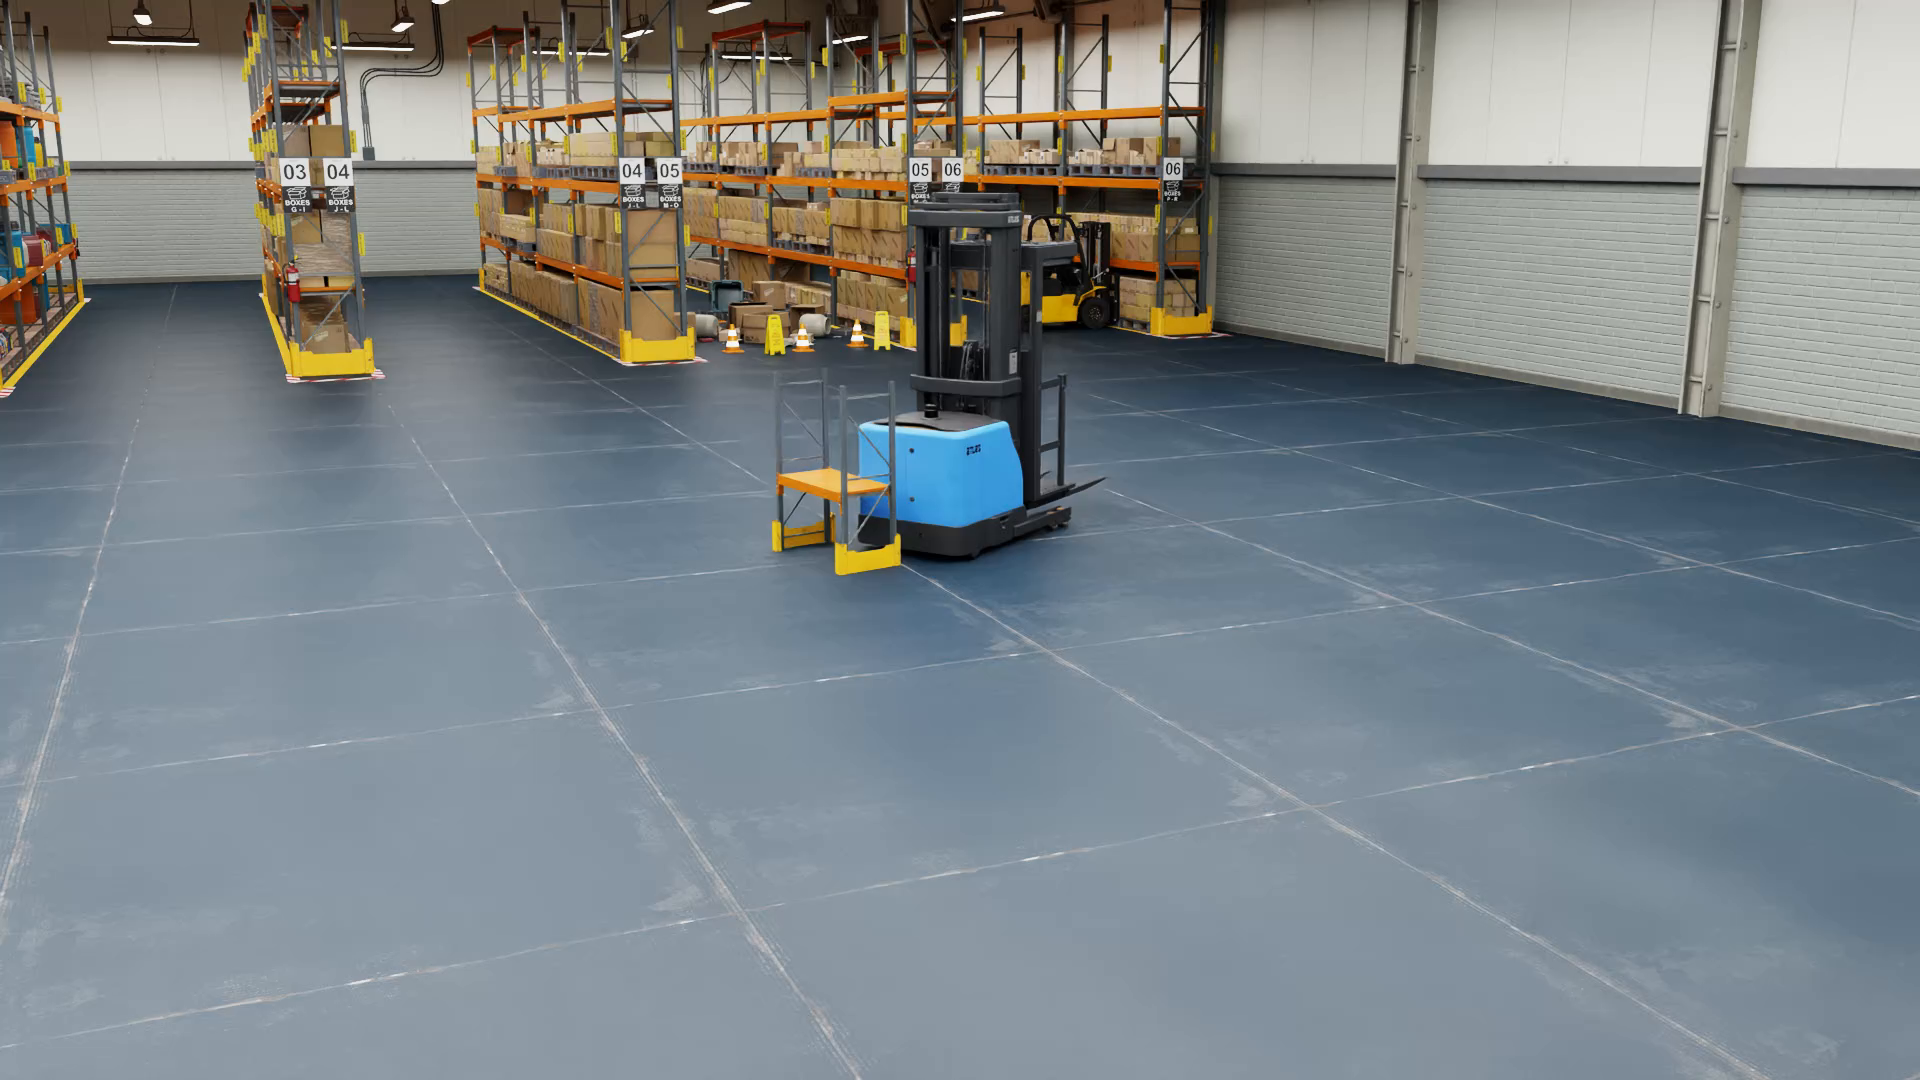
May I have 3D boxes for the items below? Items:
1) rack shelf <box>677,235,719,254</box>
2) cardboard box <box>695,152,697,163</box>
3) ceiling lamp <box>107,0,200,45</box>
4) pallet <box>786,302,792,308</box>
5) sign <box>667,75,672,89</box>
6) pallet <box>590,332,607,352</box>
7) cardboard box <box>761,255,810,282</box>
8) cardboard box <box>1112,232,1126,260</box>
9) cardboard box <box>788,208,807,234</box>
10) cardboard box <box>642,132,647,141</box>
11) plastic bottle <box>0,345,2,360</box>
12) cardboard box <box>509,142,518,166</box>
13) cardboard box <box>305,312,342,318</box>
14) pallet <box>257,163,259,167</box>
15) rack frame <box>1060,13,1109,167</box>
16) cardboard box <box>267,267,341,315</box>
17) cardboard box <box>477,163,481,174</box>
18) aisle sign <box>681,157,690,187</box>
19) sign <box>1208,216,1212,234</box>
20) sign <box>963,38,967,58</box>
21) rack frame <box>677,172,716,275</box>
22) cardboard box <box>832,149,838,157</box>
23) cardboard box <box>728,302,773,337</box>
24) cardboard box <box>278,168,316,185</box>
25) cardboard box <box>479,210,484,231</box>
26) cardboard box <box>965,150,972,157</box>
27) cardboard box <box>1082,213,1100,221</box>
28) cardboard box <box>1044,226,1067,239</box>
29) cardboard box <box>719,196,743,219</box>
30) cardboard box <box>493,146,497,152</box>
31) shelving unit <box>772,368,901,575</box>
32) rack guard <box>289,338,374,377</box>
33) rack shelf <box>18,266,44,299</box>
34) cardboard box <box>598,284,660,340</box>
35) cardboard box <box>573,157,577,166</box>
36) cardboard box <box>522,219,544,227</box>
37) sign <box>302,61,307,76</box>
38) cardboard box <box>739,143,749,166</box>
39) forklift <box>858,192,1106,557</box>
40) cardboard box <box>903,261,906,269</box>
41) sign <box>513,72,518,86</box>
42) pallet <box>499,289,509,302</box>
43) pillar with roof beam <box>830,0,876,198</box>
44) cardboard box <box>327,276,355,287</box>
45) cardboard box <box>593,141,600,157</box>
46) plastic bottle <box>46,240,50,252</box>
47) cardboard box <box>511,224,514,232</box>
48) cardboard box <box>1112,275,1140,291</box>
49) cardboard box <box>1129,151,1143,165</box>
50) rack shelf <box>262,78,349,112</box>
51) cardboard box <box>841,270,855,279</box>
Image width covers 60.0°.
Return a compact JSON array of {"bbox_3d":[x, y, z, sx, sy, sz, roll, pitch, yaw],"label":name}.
[{"bbox_3d":[-6.039,-7.417,41.360,1.077,0.370,4.000,-6,14,-23],"label":"rack shelf"},{"bbox_3d":[-6.286,-9.538,41.321,0.500,0.311,0.500,-5,14,-22],"label":"cardboard box"},{"bbox_3d":[-19.226,-13.387,39.308,2.000,3.185,0.800,-6,14,-23],"label":"ceiling lamp"},{"bbox_3d":[-3.324,-5.008,35.539,1.003,0.211,1.213,-6,14,-23],"label":"pallet"},{"bbox_3d":[-7.351,-11.587,42.053,0.100,0.325,0.005,-6,14,-23],"label":"sign"},{"bbox_3d":[-5.803,-3.458,28.844,1.003,0.211,1.213,-6,14,-23],"label":"pallet"},{"bbox_3d":[-3.836,-5.848,36.764,0.875,0.875,0.875,-6,14,-23],"label":"cardboard box"},{"bbox_3d":[3.273,-5.665,31.971,0.500,0.500,0.500,-6,14,-24],"label":"cardboard box"},{"bbox_3d":[-3.233,-6.596,34.405,0.500,0.500,0.500,-5,14,-22],"label":"cardboard box"},{"bbox_3d":[-4.970,-6.590,27.175,0.380,0.149,0.250,-6,14,-24],"label":"cardboard box"},{"bbox_3d":[-14.564,-2.875,25.187,0.061,0.283,0.133,-5,14,-22],"label":"plastic bottle"},{"bbox_3d":[-9.235,-8.272,35.644,0.797,0.503,0.637,-6,14,-24],"label":"cardboard box"},{"bbox_3d":[-10.433,-3.468,27.314,0.500,0.500,0.500,-7,15,-28],"label":"cardboard box"},{"bbox_3d":[-15.121,-8.299,37.119,1.003,0.211,1.213,-6,14,-23],"label":"pallet"},{"bbox_3d":[2.513,-9.073,33.616,1.000,3.000,0.127,-6,14,-23],"label":"rack frame"},{"bbox_3d":[-12.973,-4.947,32.871,1.225,0.875,0.875,-6,14,-26],"label":"cardboard box"},{"bbox_3d":[-11.390,-8.985,40.220,0.500,0.250,0.500,-5,14,-21],"label":"cardboard box"},{"bbox_3d":[-7.135,-9.436,42.722,0.394,0.787,0.004,-6,14,-23],"label":"aisle sign"},{"bbox_3d":[4.626,-5.833,30.826,0.100,0.325,0.005,-6,14,-23],"label":"sign"},{"bbox_3d":[0.066,-8.340,28.202,0.100,0.325,0.005,-6,14,-23],"label":"sign"},{"bbox_3d":[-6.840,-8.181,43.064,1.000,3.000,0.127,-6,14,-23],"label":"rack frame"},{"bbox_3d":[-2.206,-7.334,31.544,0.380,0.149,0.250,-6,14,-24],"label":"cardboard box"},{"bbox_3d":[-3.837,-4.052,30.459,0.797,0.637,0.503,-6,14,-23],"label":"cardboard box"},{"bbox_3d":[-9.937,-5.445,24.924,0.500,0.250,0.500,-5,14,-22],"label":"cardboard box"},{"bbox_3d":[-11.409,-7.789,40.489,0.500,0.500,0.500,-5,14,-20],"label":"cardboard box"},{"bbox_3d":[0.341,-8.863,38.148,0.380,0.149,0.250,-6,14,-25],"label":"cardboard box"},{"bbox_3d":[2.667,-6.470,33.352,0.380,0.149,0.250,-6,14,-24],"label":"cardboard box"},{"bbox_3d":[2.082,-6.399,34.591,0.500,0.250,0.500,-6,14,-24],"label":"cardboard box"},{"bbox_3d":[-5.325,-7.773,38.864,0.500,0.500,0.500,-5,14,-22],"label":"cardboard box"},{"bbox_3d":[-10.360,-8.853,37.655,0.380,0.149,0.250,-6,14,-23],"label":"cardboard box"},{"bbox_3d":[-1.029,-0.588,13.582,0.587,1.500,1.083,-9,16,-35],"label":"shelving unit"},{"bbox_3d":[-9.542,-2.778,25.263,1.175,0.500,0.348,-6,14,-23],"label":"rack guard"},{"bbox_3d":[-16.453,-4.422,28.418,1.077,0.370,4.000,-6,14,-23],"label":"rack shelf"},{"bbox_3d":[-5.613,-3.892,28.316,0.875,0.875,0.875,-6,14,-24],"label":"cardboard box"},{"bbox_3d":[-6.588,-6.667,29.273,0.380,0.149,0.250,-6,14,-23],"label":"cardboard box"},{"bbox_3d":[-8.747,-6.492,34.073,0.380,0.149,0.250,-6,14,-25],"label":"cardboard box"},{"bbox_3d":[-13.826,-9.927,35.057,0.100,0.325,0.005,-6,14,-23],"label":"sign"},{"bbox_3d":[-4.607,-8.580,36.986,0.500,0.500,0.500,-5,14,-22],"label":"cardboard box"},{"bbox_3d":[0.341,-1.571,14.657,1.130,2.935,3.031,8,15,30],"label":"forklift"},{"bbox_3d":[-0.777,-4.811,29.060,0.380,0.149,0.250,-5,14,-21],"label":"cardboard box"},{"bbox_3d":[-10.819,-11.214,40.441,0.100,0.325,0.005,-6,14,-23],"label":"sign"},{"bbox_3d":[-10.034,-5.663,38.371,1.003,0.211,1.213,-6,14,-23],"label":"pallet"},{"bbox_3d":[-6.492,-11.802,45.406,9.100,9.000,0.548,-6,14,-23],"label":"pillar with roof beam"},{"bbox_3d":[-9.407,-3.938,25.290,0.380,0.149,0.250,-6,14,-23],"label":"cardboard box"},{"bbox_3d":[-5.778,-6.477,27.569,0.500,0.250,0.500,-6,14,-23],"label":"cardboard box"},{"bbox_3d":[-18.268,-5.859,33.292,0.061,0.283,0.133,-6,14,-23],"label":"plastic bottle"},{"bbox_3d":[-9.368,-6.668,35.492,0.380,0.149,0.250,-6,14,-24],"label":"cardboard box"},{"bbox_3d":[3.224,-4.952,32.061,0.500,0.250,0.500,-5,14,-22],"label":"cardboard box"},{"bbox_3d":[3.404,-7.170,31.188,0.396,0.266,0.258,-6,14,-23],"label":"cardboard box"},{"bbox_3d":[-10.312,-6.964,26.104,1.077,0.370,4.000,-6,14,-23],"label":"rack shelf"},{"bbox_3d":[-2.049,-5.070,31.690,0.380,0.149,0.250,-5,14,-22],"label":"cardboard box"}]
